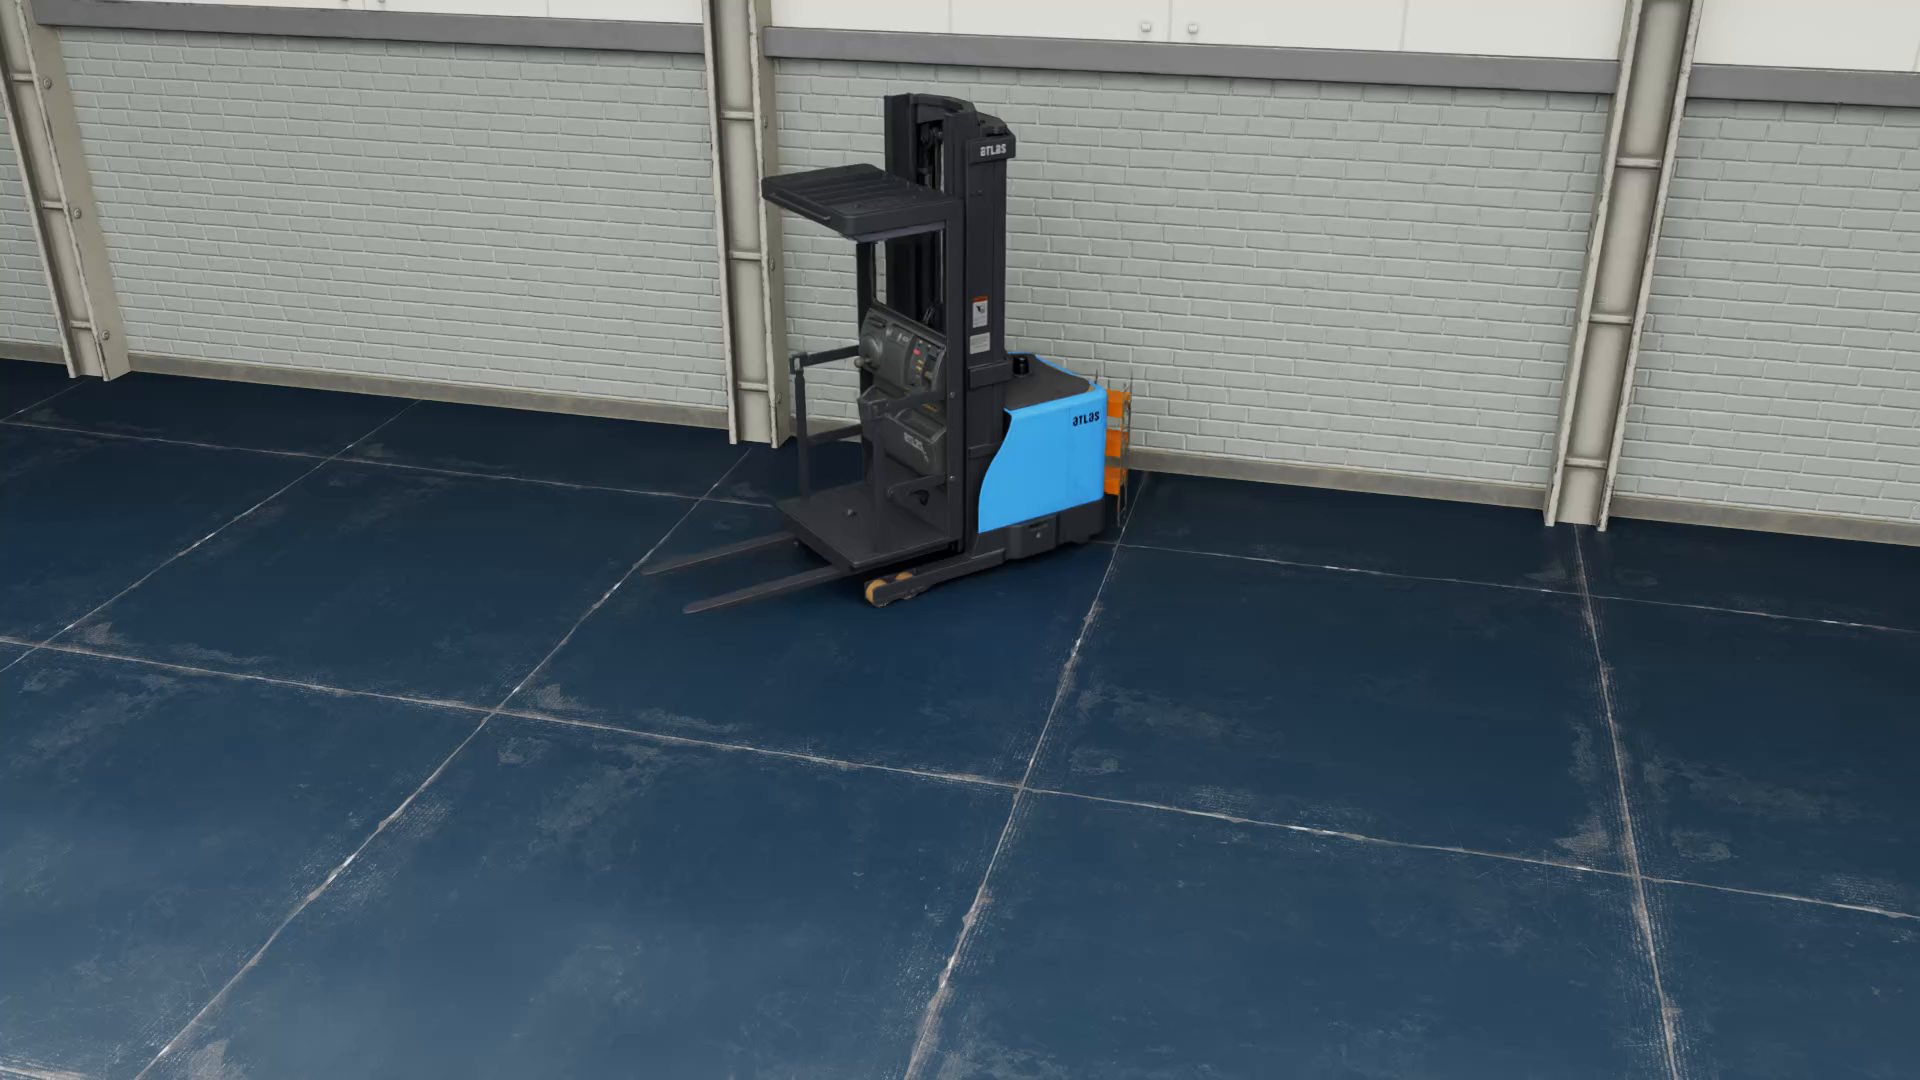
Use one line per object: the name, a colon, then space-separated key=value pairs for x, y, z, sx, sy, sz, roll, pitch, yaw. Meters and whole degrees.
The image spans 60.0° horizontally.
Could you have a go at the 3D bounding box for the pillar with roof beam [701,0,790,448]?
pillar with roof beam: x=-2.619 y=-3.057 z=7.202 sx=0.400 sy=9.000 sz=9.100 roll=6 pitch=26 yaw=13

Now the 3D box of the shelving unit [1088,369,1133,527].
shelving unit: x=1.007 y=-0.625 z=11.341 sx=0.252 sy=1.050 sz=0.215 roll=9 pitch=27 yaw=18

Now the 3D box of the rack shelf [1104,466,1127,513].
rack shelf: x=1.007 y=-0.364 z=11.465 sx=0.240 sy=0.259 sz=0.215 roll=9 pitch=27 yaw=18

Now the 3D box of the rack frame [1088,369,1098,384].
rack frame: x=0.893 y=-0.643 z=11.379 sx=0.008 sy=1.050 sz=0.200 roll=9 pitch=27 yaw=18

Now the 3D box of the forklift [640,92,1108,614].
forklift: x=-0.537 y=-1.163 z=10.284 sx=3.031 sy=2.935 sz=1.130 roll=-16 pitch=30 yaw=-30

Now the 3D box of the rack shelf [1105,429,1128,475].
rack shelf: x=1.007 y=-0.615 z=11.345 sx=0.240 sy=0.259 sz=0.215 roll=9 pitch=27 yaw=18

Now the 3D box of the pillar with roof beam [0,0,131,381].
pillar with roof beam: x=-8.430 y=-3.699 z=8.551 sx=0.400 sy=9.000 sz=9.100 roll=6 pitch=26 yaw=13

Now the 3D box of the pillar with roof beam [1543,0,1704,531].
pillar with roof beam: x=3.192 y=-2.415 z=5.853 sx=0.400 sy=9.000 sz=9.100 roll=6 pitch=26 yaw=13

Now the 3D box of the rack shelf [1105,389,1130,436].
rack shelf: x=1.007 y=-0.871 z=11.223 sx=0.240 sy=0.259 sz=0.215 roll=9 pitch=27 yaw=18

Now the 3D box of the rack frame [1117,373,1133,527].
rack frame: x=1.121 y=-0.606 z=11.302 sx=0.008 sy=1.050 sz=0.200 roll=9 pitch=27 yaw=18
